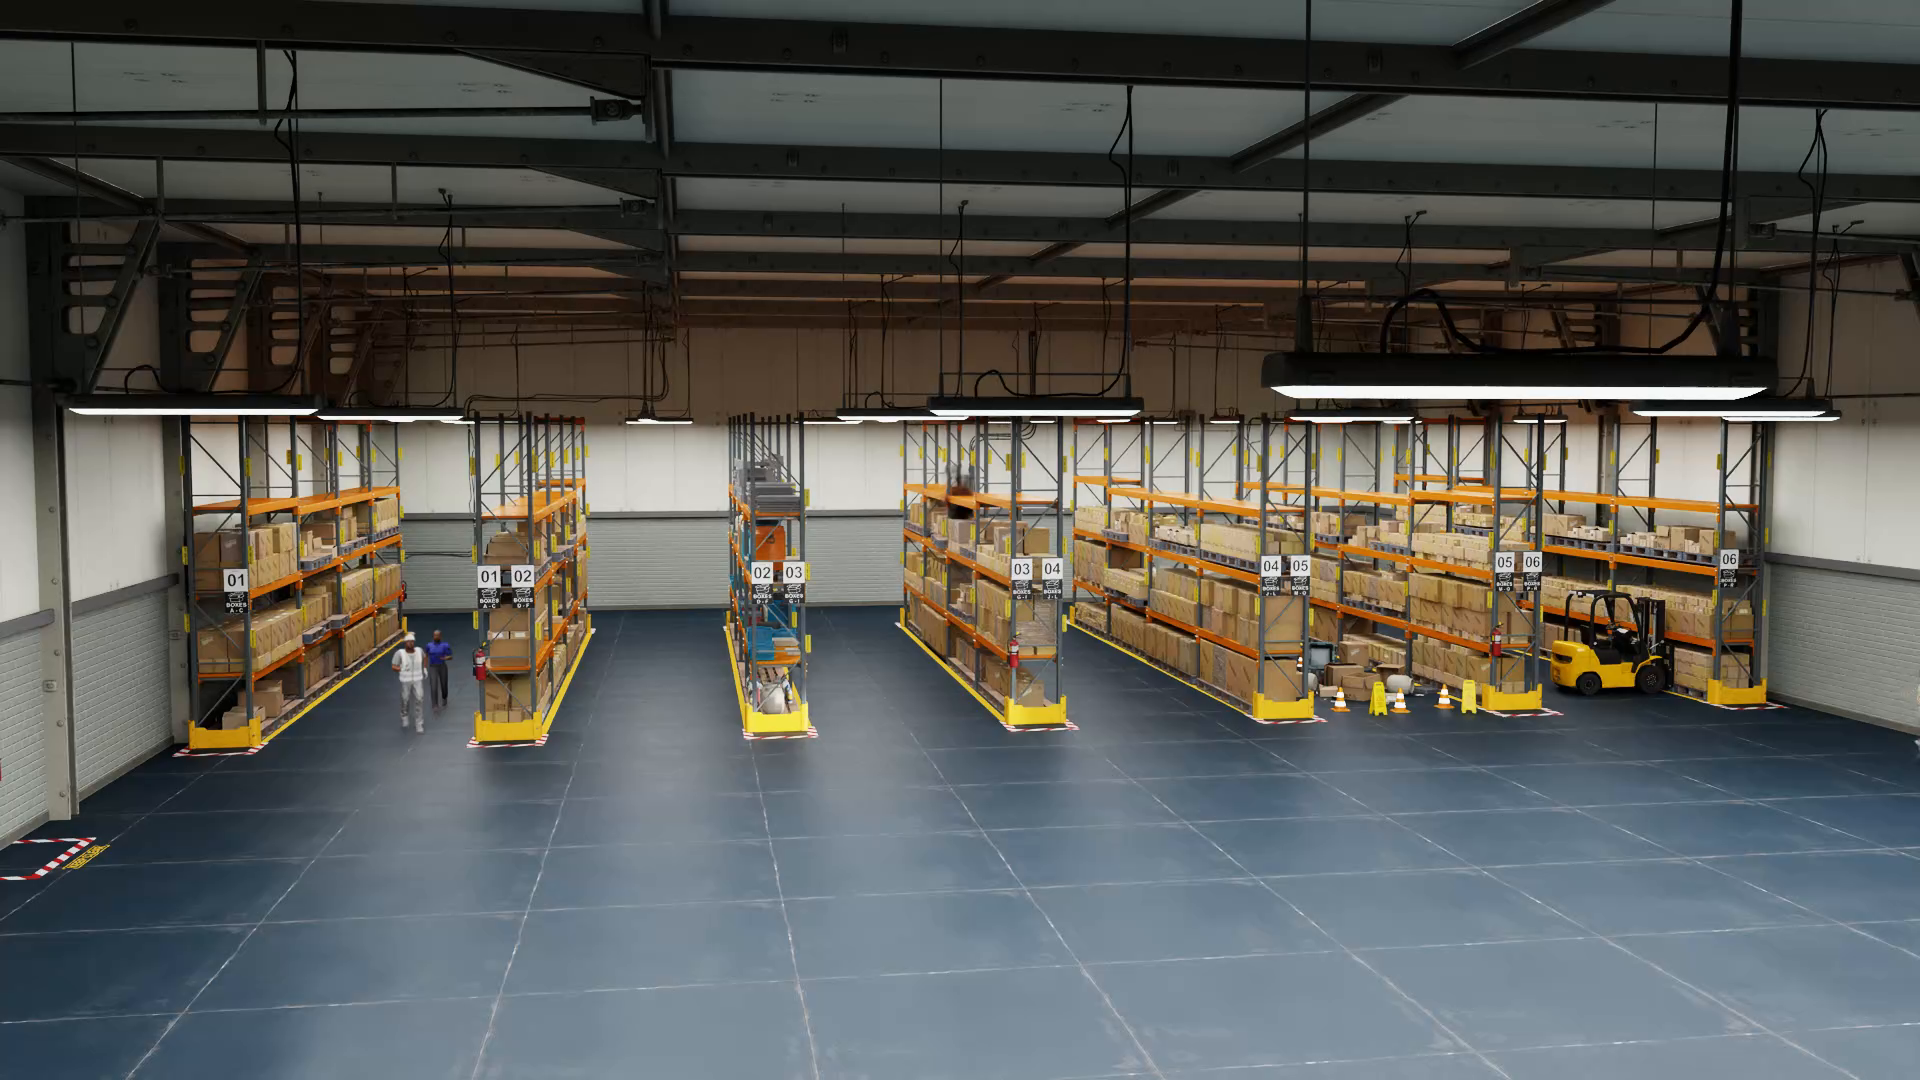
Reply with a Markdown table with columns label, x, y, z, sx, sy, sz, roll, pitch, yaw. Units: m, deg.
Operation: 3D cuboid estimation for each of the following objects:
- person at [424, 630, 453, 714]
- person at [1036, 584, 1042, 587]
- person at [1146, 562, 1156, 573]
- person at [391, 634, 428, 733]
| label | x | y | z | sx | sy | sz | roll | pitch | yaw |
| --- | --- | --- | --- | --- | --- | --- | --- | --- | --- |
| person | -10.472 | 2.615 | 33.355 | 0.581 | 1.635 | 0.932 | -1 | 4 | -14 |
| person | 2.068 | 1.763 | 43.118 | 0.671 | 1.766 | 0.729 | -1 | 4 | -12 |
| person | 5.875 | 1.416 | 51.235 | 0.647 | 1.656 | 0.575 | -2 | 4 | -30 |
| person | -10.368 | 2.683 | 31.354 | 0.696 | 1.827 | 0.871 | -2 | 4 | -29 |
